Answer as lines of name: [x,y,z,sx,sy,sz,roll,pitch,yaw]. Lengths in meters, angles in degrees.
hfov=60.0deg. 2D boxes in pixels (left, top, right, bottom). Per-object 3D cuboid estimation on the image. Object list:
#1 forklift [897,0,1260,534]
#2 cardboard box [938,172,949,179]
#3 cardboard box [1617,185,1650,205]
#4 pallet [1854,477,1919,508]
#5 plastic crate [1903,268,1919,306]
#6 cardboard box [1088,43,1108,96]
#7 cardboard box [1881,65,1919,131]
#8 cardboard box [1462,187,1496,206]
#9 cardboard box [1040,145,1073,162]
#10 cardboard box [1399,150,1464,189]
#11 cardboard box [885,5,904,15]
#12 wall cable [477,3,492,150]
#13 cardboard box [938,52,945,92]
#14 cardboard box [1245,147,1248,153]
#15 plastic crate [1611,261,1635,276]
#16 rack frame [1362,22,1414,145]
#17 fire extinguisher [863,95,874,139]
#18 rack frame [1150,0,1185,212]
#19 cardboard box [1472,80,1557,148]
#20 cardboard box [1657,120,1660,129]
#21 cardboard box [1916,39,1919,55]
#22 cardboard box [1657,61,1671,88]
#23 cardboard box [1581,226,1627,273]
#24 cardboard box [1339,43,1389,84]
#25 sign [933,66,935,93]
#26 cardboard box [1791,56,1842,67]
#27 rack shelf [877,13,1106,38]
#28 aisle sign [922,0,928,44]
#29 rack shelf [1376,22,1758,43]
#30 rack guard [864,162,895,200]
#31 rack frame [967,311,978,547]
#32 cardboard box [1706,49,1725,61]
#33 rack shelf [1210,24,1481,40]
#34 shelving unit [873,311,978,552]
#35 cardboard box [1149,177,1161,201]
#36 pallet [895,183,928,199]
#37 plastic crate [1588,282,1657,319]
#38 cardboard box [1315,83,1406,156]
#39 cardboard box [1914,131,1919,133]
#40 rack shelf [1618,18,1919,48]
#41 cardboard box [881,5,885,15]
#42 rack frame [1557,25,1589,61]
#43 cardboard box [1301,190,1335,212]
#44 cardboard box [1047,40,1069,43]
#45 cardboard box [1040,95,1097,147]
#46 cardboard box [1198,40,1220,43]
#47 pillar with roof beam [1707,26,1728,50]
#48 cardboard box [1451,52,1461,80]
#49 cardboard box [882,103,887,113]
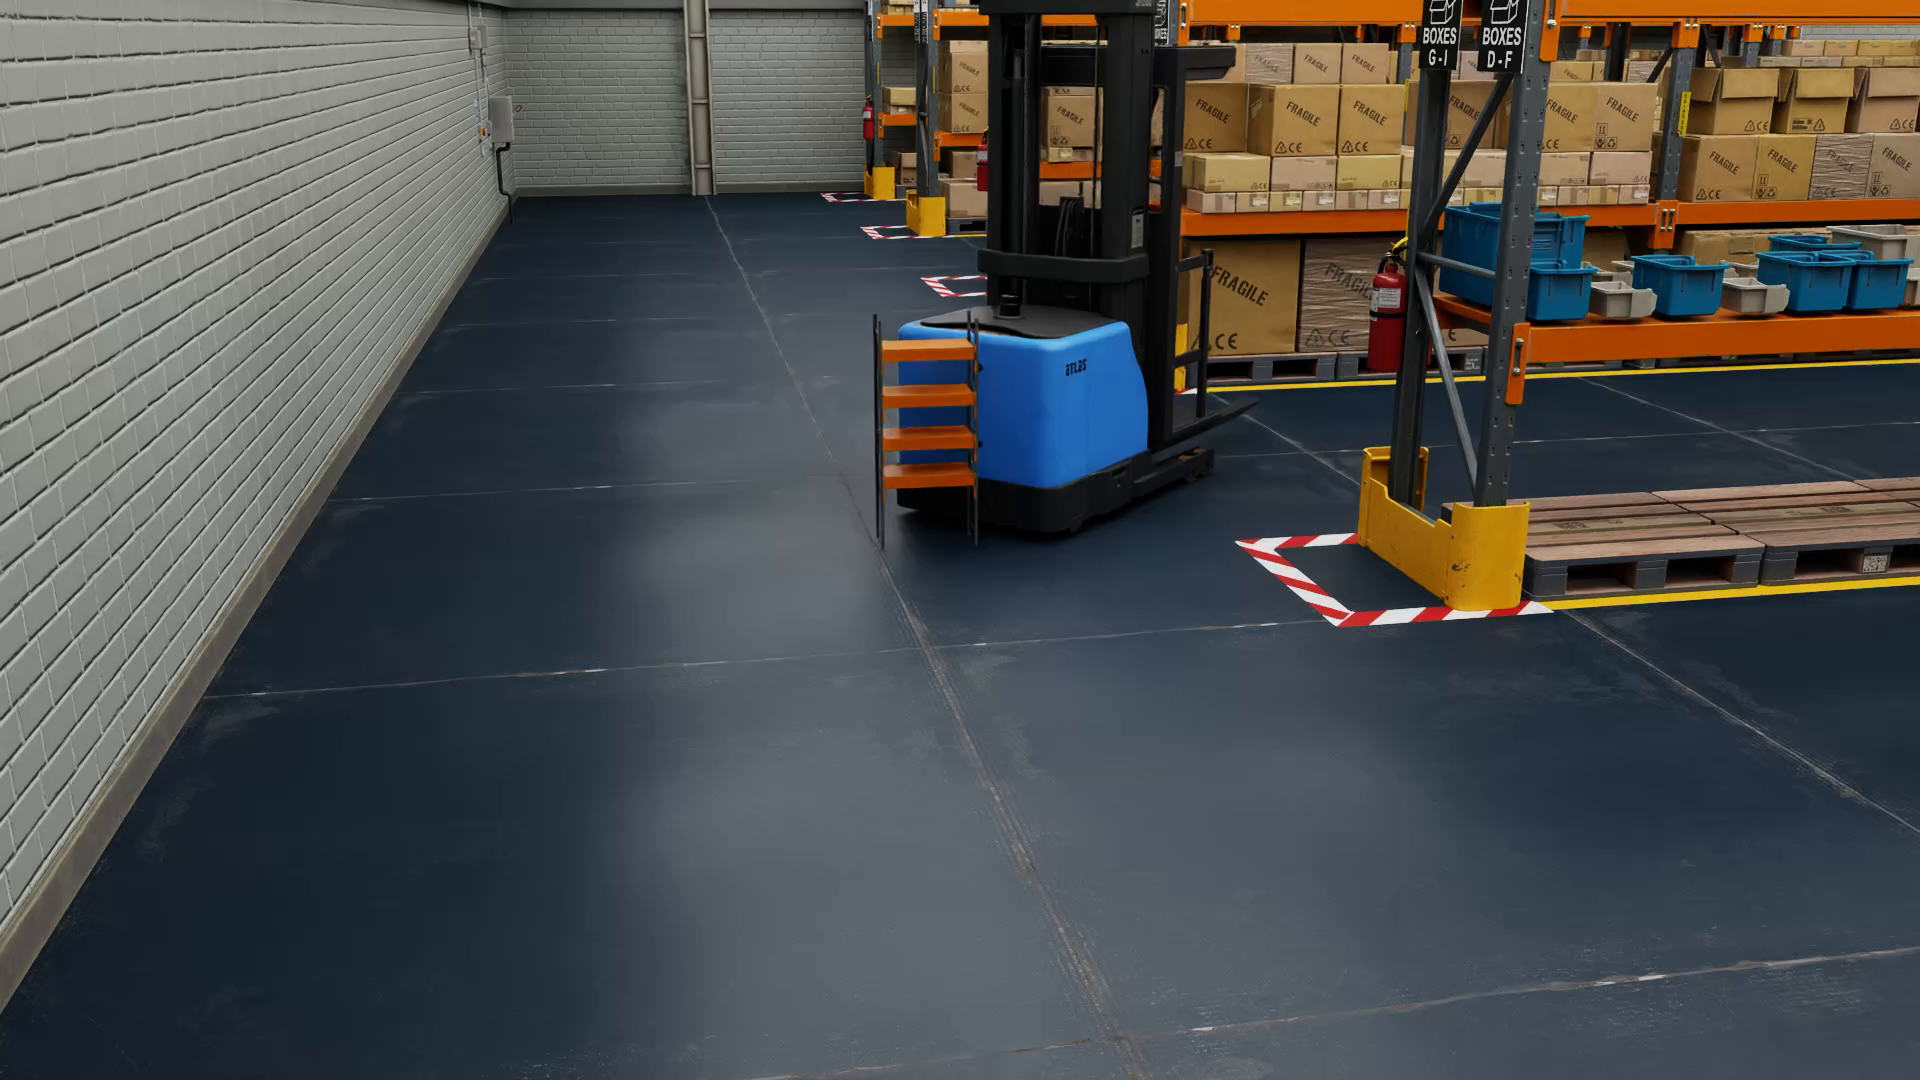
forklift: [0.888,-1.811,9.717,1.130,2.935,3.031,11,20,32]
cardboard box: [-0.338,-5.853,26.899,0.250,0.149,0.380,-4,18,-13]
cardboard box: [5.134,-2.700,12.920,0.250,0.149,0.380,-3,17,-10]
pallet: [5.597,-0.118,8.837,1.213,0.211,1.003,-3,17,-10]
plastic crate: [4.659,-1.222,8.029,0.466,0.136,0.293,-3,17,-10]
cardboard box: [1.588,-4.790,16.919,0.500,0.500,0.500,-3,17,-9]
cardboard box: [7.938,-3.610,13.577,0.637,0.503,0.797,-3,17,-9]
cardboard box: [3.873,-2.628,12.687,0.250,0.149,0.380,-4,17,-11]
cardboard box: [0.983,-3.947,16.982,0.250,0.149,0.380,-3,17,-11]
cardboard box: [3.481,-2.816,12.621,0.500,0.250,0.500,-4,17,-12]
cardboard box: [-1.024,-8.260,25.916,0.250,0.149,0.380,-3,17,-9]
wall cable: [-6.248,-6.138,21.957,0.122,1.984,0.588,-3,17,-10]
cardboard box: [-0.007,-6.186,21.971,0.500,0.500,0.500,-3,17,-9]
cardboard box: [2.368,-2.910,12.927,0.500,0.250,0.500,-4,17,-11]
plastic crate: [3.438,-1.293,8.259,0.243,0.136,0.396,-3,17,-10]
rack frame: [4.530,-4.367,17.920,0.127,3.000,1.000,-3,17,-10]
fire extinguisher: [-1.438,-6.639,26.086,0.183,0.674,0.296,-3,17,-10]
rack frame: [1.444,-2.708,12.521,0.127,3.000,1.000,-3,17,-10]
cardboard box: [4.368,-3.382,13.185,0.500,0.500,0.500,-3,17,-10]
cardboard box: [7.564,-4.482,18.009,0.250,0.149,0.380,-3,17,-10]
cardboard box: [13.834,-6.949,23.947,0.500,0.500,0.700,-3,17,-11]
cardboard box: [9.942,-6.477,23.400,0.500,0.500,0.500,-3,17,-9]
cardboard box: [4.709,-2.103,13.452,0.875,0.875,0.875,-3,17,-10]
cardboard box: [4.120,-4.930,17.376,0.500,0.500,0.500,-4,17,-12]
sign: [-0.336,-5.857,21.161,0.005,0.325,0.100,-3,17,-10]
cardboard box: [9.396,-5.166,18.649,0.500,0.500,0.700,-3,17,-11]
rack shelf: [0.583,-8.197,26.508,4.000,0.370,1.077,-3,17,-10]
aisle sign: [-0.451,-6.720,21.155,0.004,0.787,0.394,-3,17,-10]
rack shelf: [6.494,-5.568,17.948,4.000,0.370,1.077,-3,17,-10]
rack guard: [-1.306,-5.805,26.861,0.348,0.500,1.175,-3,17,-10]
rack frame: [0.065,-0.572,8.629,0.015,1.200,0.240,-3,17,-9]
cardboard box: [10.818,-7.010,24.029,0.250,0.149,0.380,-3,17,-11]
rack shelf: [5.455,-6.989,22.575,4.000,0.370,1.077,-3,17,-10]
shelving unit: [-0.176,-0.560,8.590,0.503,1.200,0.258,-3,17,-9]
cardboard box: [2.855,-4.760,22.849,0.875,0.438,0.875,-3,17,-11]
pallet: [-0.524,-5.712,27.049,1.213,0.211,1.003,-3,17,-10]
plastic crate: [3.019,-1.096,7.618,0.298,0.136,0.250,-3,17,-10]
cardboard box: [2.965,-3.145,12.413,0.500,0.500,0.500,-4,17,-12]
cardboard box: [7.862,-3.047,13.453,0.500,0.500,0.500,-4,17,-12]
rack shelf: [7.335,-4.133,13.274,4.000,0.370,1.077,-3,17,-10]
cardboard box: [-1.111,-8.394,26.352,0.250,0.149,0.380,-3,17,-9]
rack frame: [10.401,-7.664,28.656,0.127,3.000,1.000,-3,17,-10]
cardboard box: [2.614,-2.557,12.455,0.250,0.149,0.380,-4,17,-11]
cardboard box: [1.242,-6.409,21.591,0.250,0.149,0.380,-3,17,-10]
cardboard box: [1.096,-4.279,16.958,0.500,0.500,0.500,-2,17,-8]
cardboard box: [3.250,-6.515,21.936,0.250,0.149,0.380,-4,17,-12]
pillar with roof beam: [14.291,-9.735,25.180,0.400,9.000,9.100,-3,17,-10]
cardboard box: [6.459,-6.401,22.671,0.500,0.500,0.500,-3,17,-9]
cardboard box: [-1.106,-6.972,26.829,0.250,0.149,0.380,-3,17,-11]
